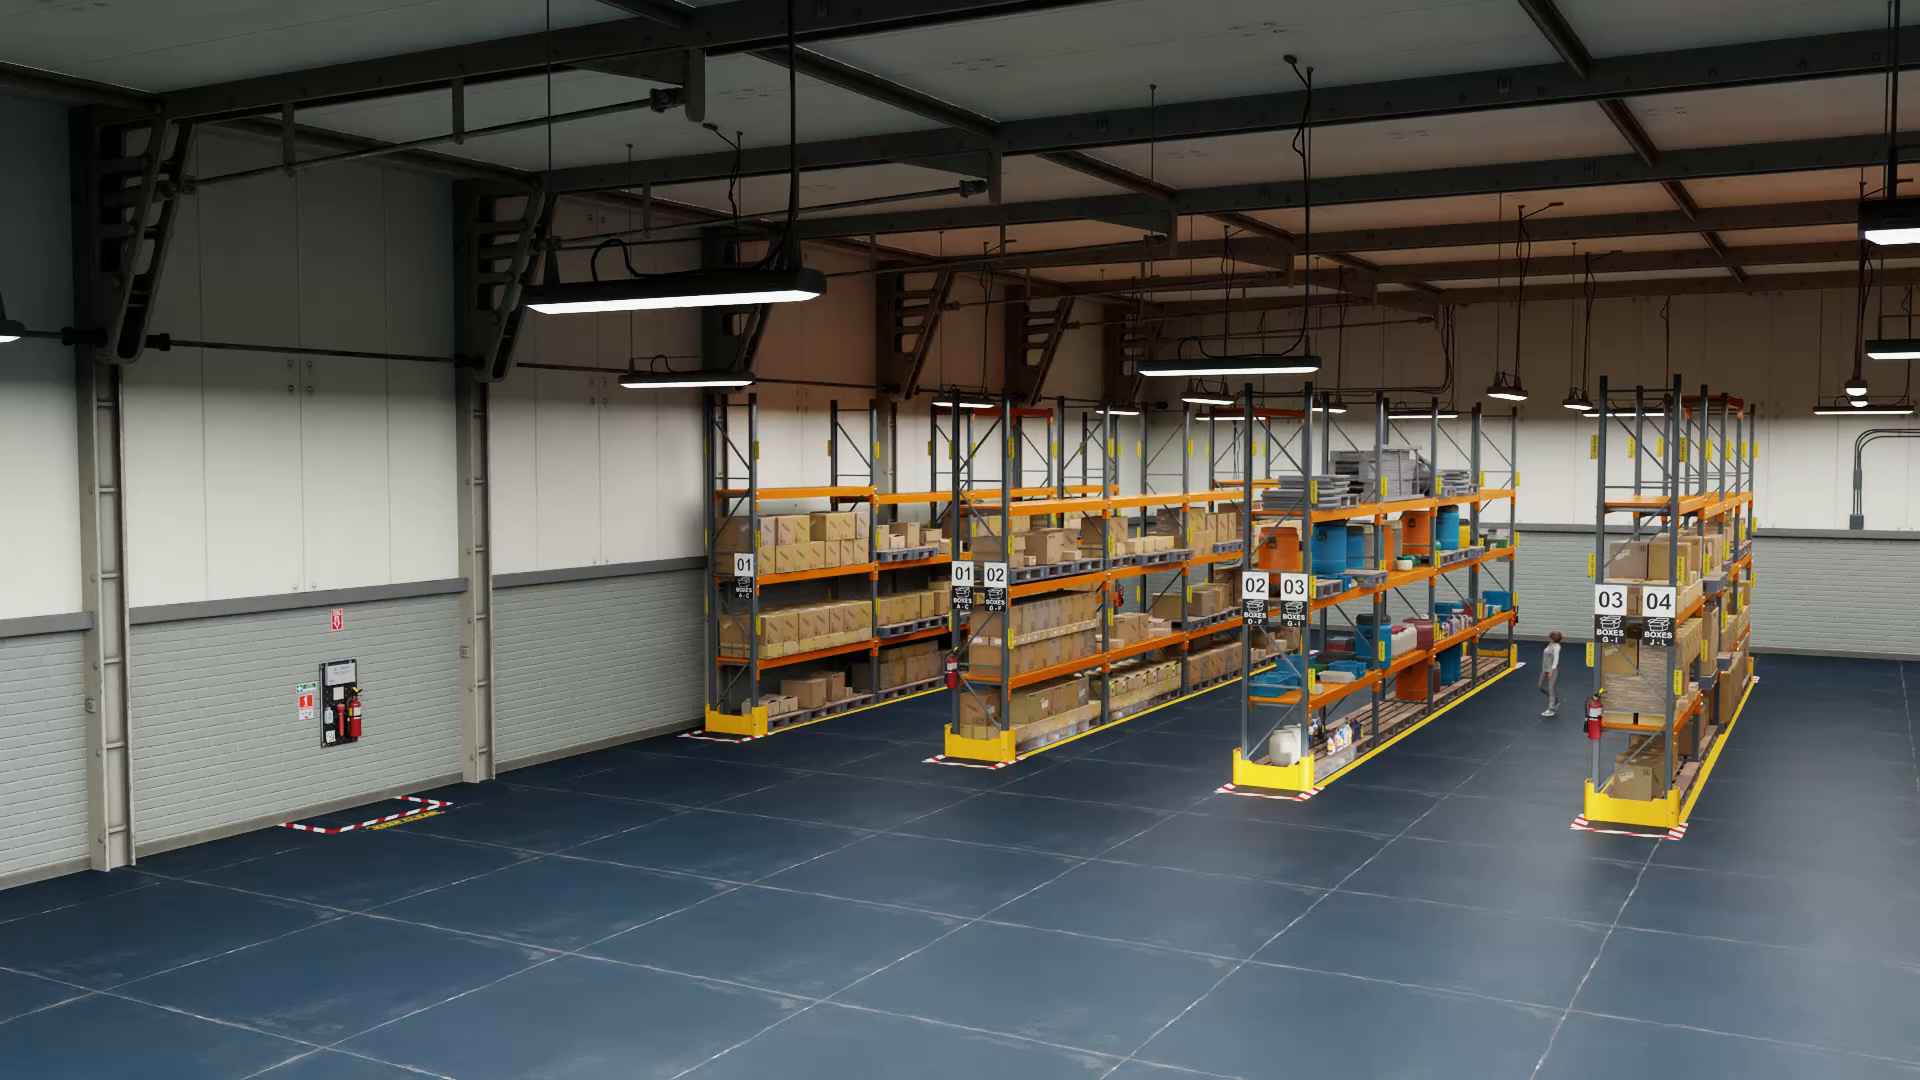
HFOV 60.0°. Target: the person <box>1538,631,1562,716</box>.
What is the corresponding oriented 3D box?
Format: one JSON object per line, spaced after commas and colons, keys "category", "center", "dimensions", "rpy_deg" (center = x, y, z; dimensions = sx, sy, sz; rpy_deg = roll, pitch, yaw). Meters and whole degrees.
{"category": "person", "center": [11.182, 2.503, 31.416], "dimensions": [0.518, 1.598, 0.475], "rpy_deg": [-1, 3, -11]}
